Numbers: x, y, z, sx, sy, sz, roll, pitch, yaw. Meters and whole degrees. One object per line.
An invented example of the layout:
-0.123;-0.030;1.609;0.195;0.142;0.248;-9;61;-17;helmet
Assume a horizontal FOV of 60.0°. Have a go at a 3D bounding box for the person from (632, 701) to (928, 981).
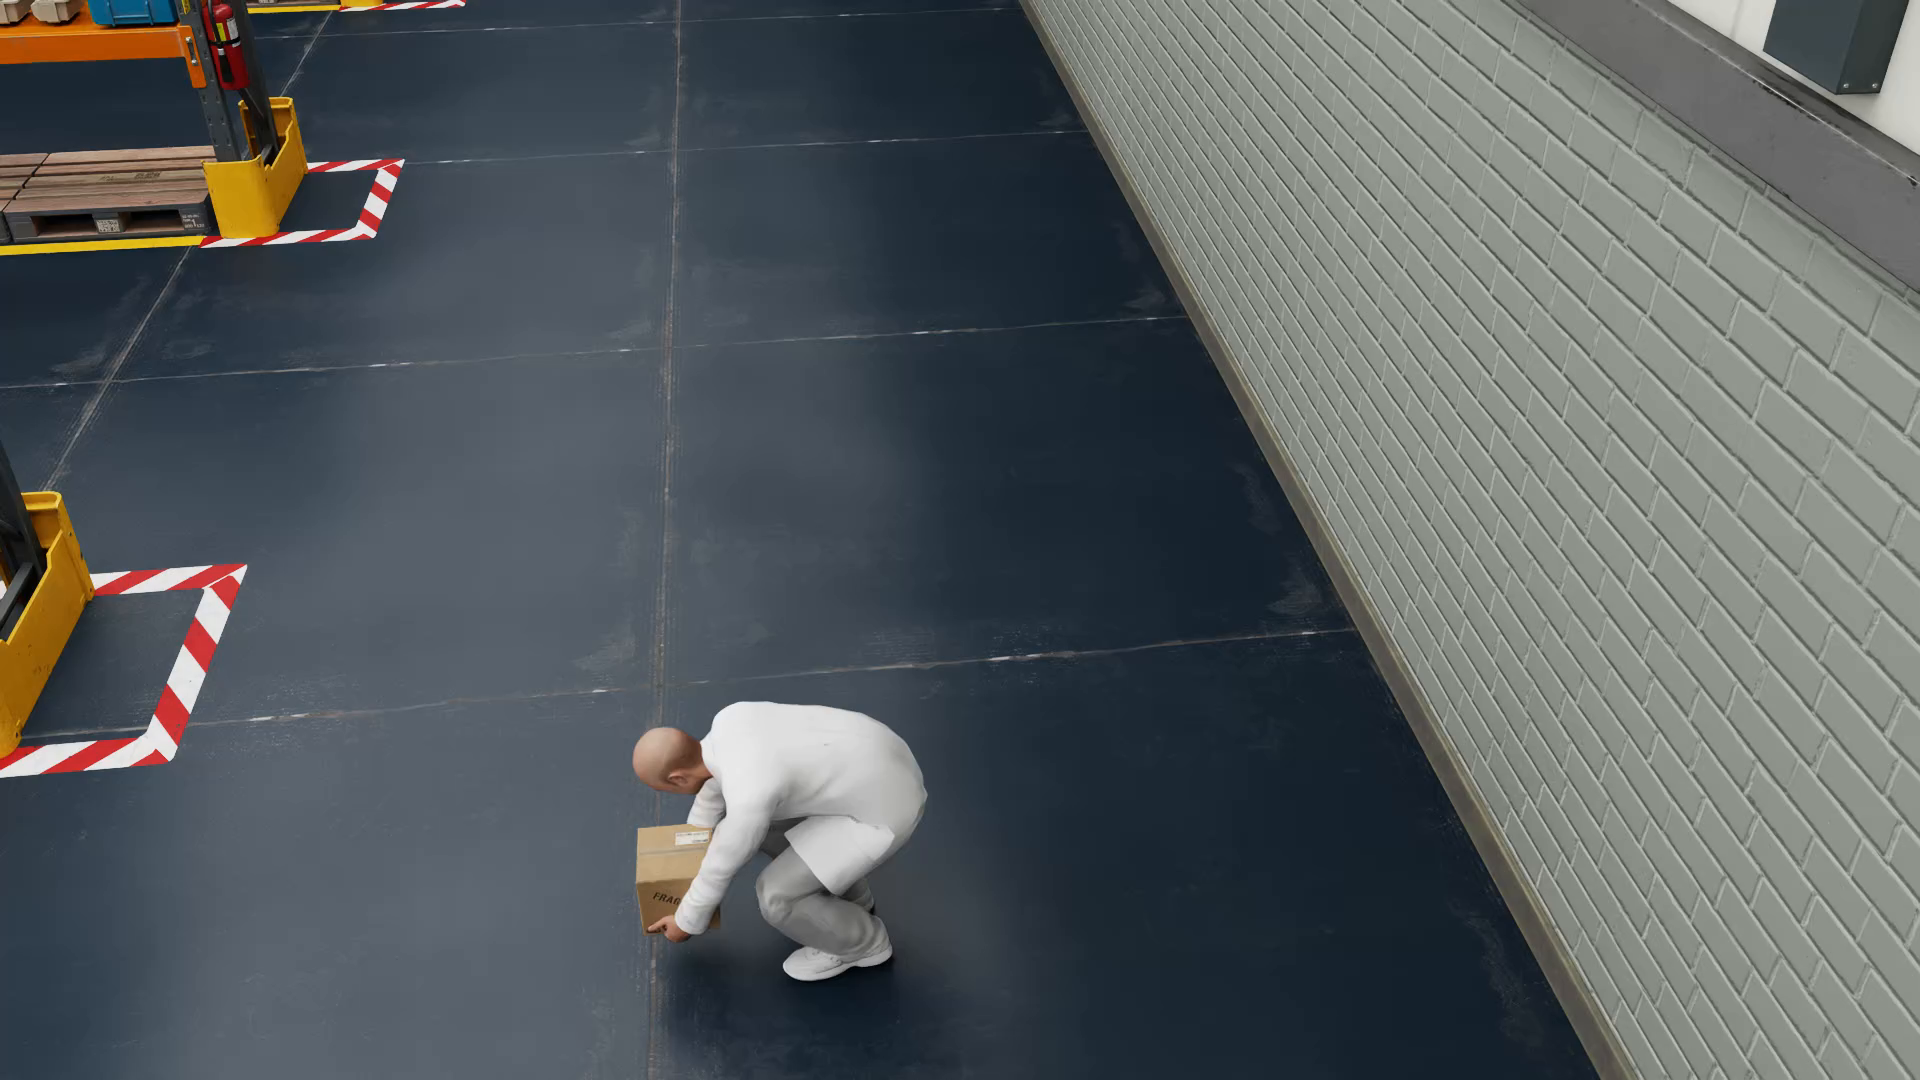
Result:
-0.575;0.957;5.443;0.940;1.003;0.587;-5;35;-8;person
